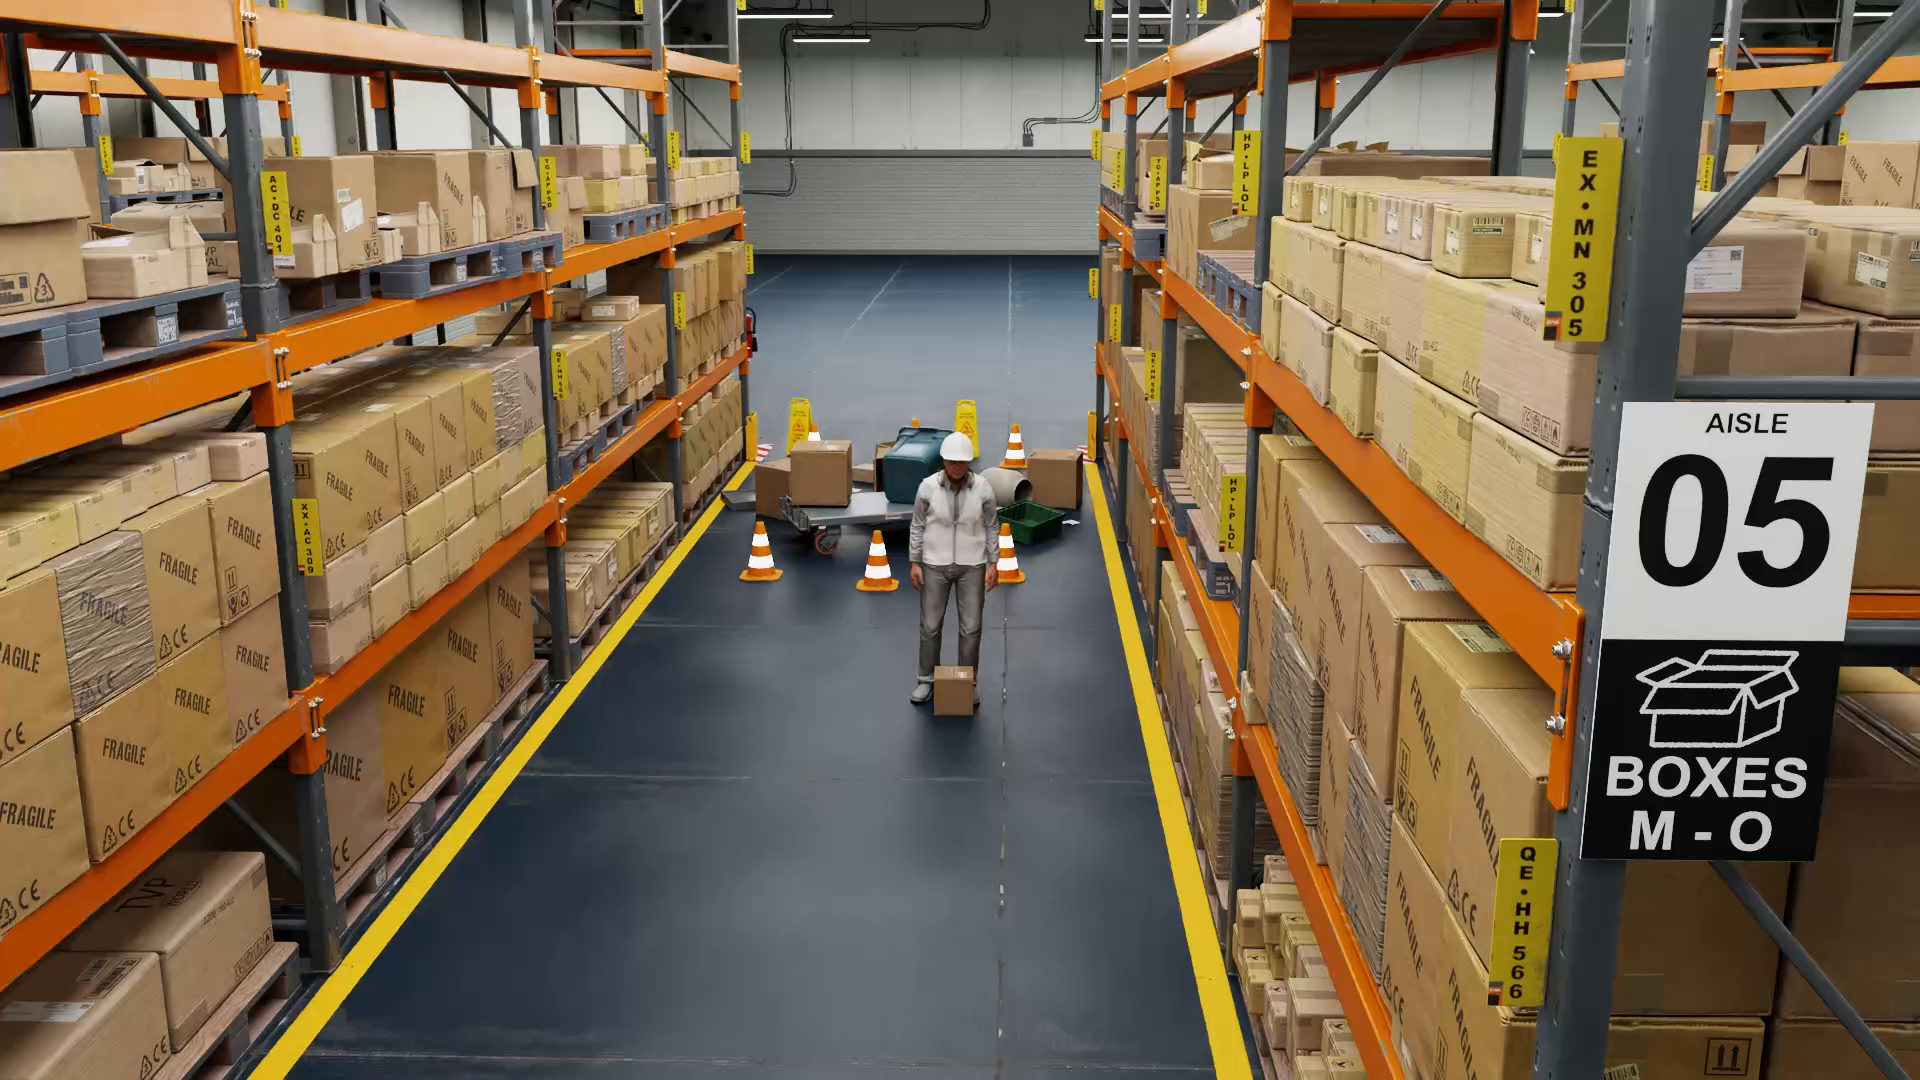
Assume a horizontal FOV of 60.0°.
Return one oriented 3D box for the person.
[{"bbox_3d":[-0.035,0.169,10.752,0.589,1.772,0.464,0,14,0],"label":"person"}]
